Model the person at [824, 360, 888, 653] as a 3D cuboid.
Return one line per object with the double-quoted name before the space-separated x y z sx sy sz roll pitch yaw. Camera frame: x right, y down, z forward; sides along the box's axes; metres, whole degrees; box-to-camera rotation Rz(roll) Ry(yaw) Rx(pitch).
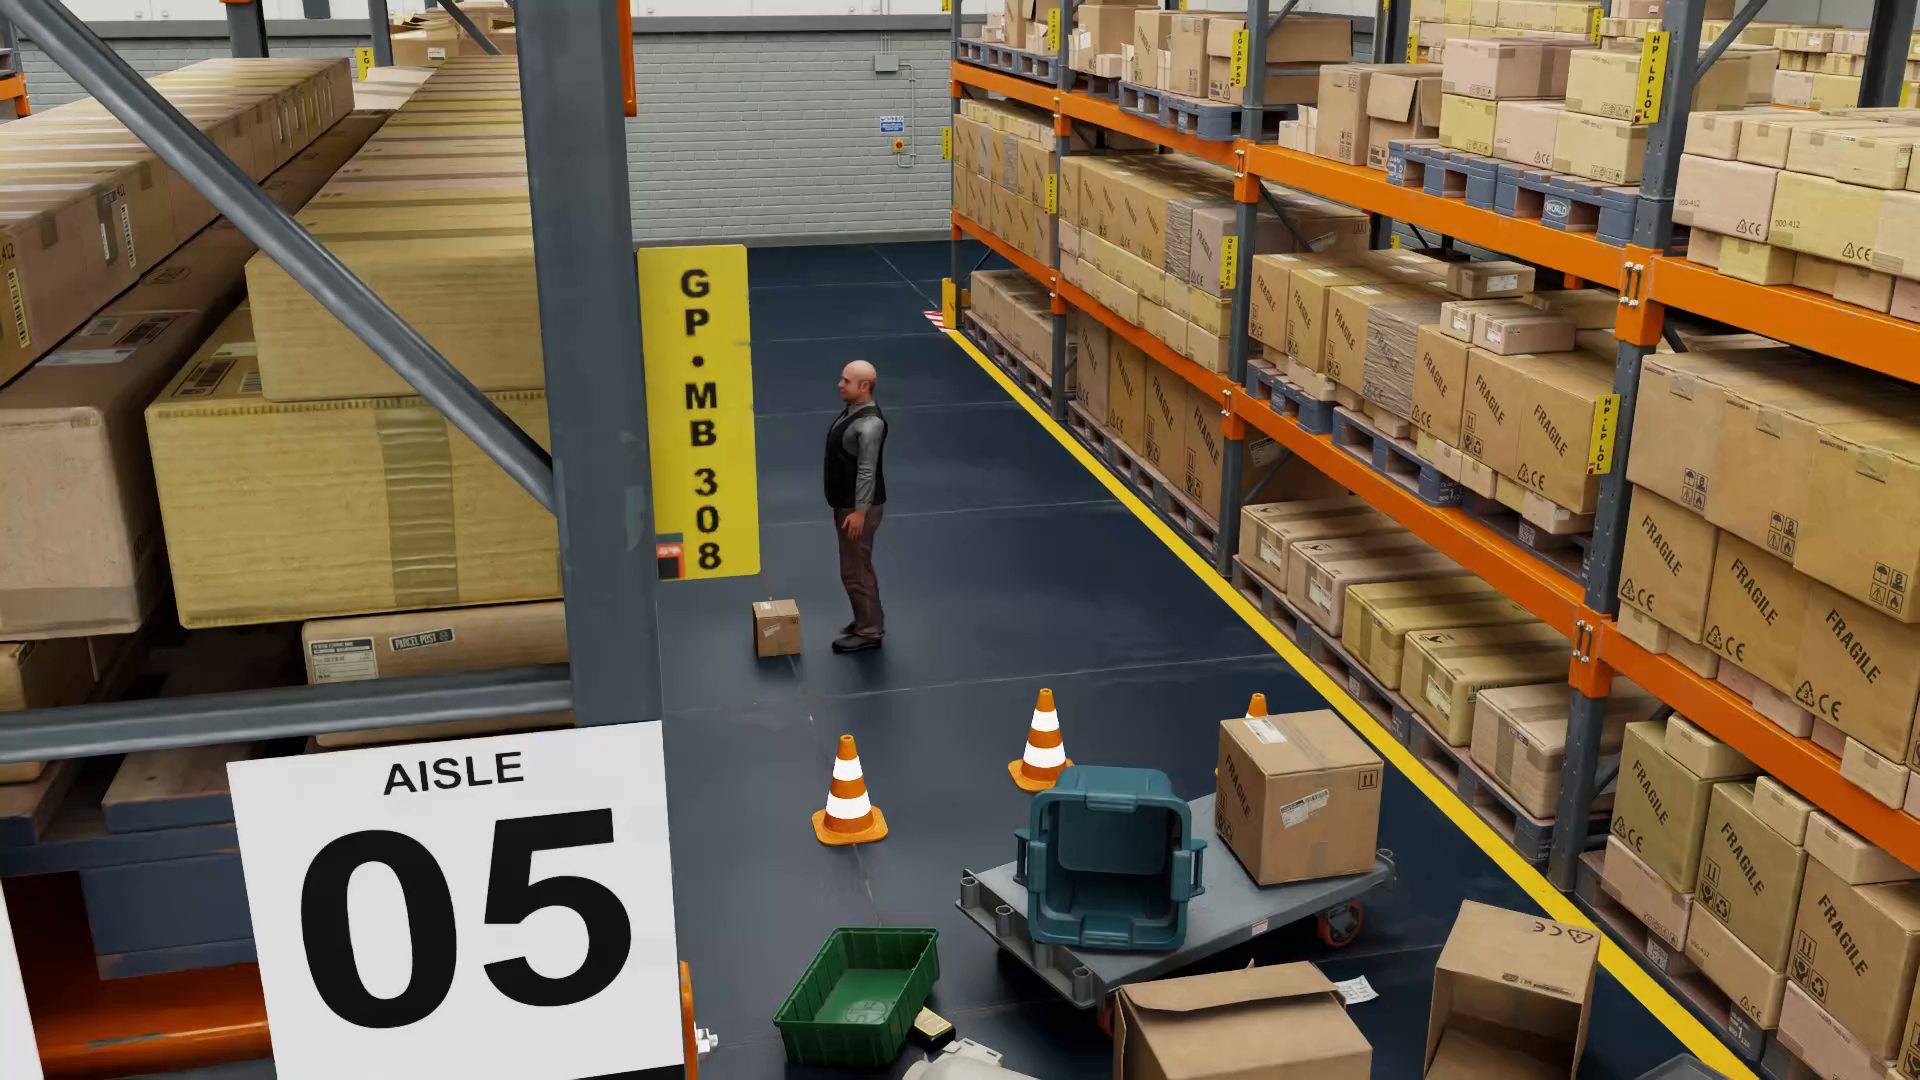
"person" -0.606 -0.182 9.690 0.362 1.756 0.531 -4 20 -11
